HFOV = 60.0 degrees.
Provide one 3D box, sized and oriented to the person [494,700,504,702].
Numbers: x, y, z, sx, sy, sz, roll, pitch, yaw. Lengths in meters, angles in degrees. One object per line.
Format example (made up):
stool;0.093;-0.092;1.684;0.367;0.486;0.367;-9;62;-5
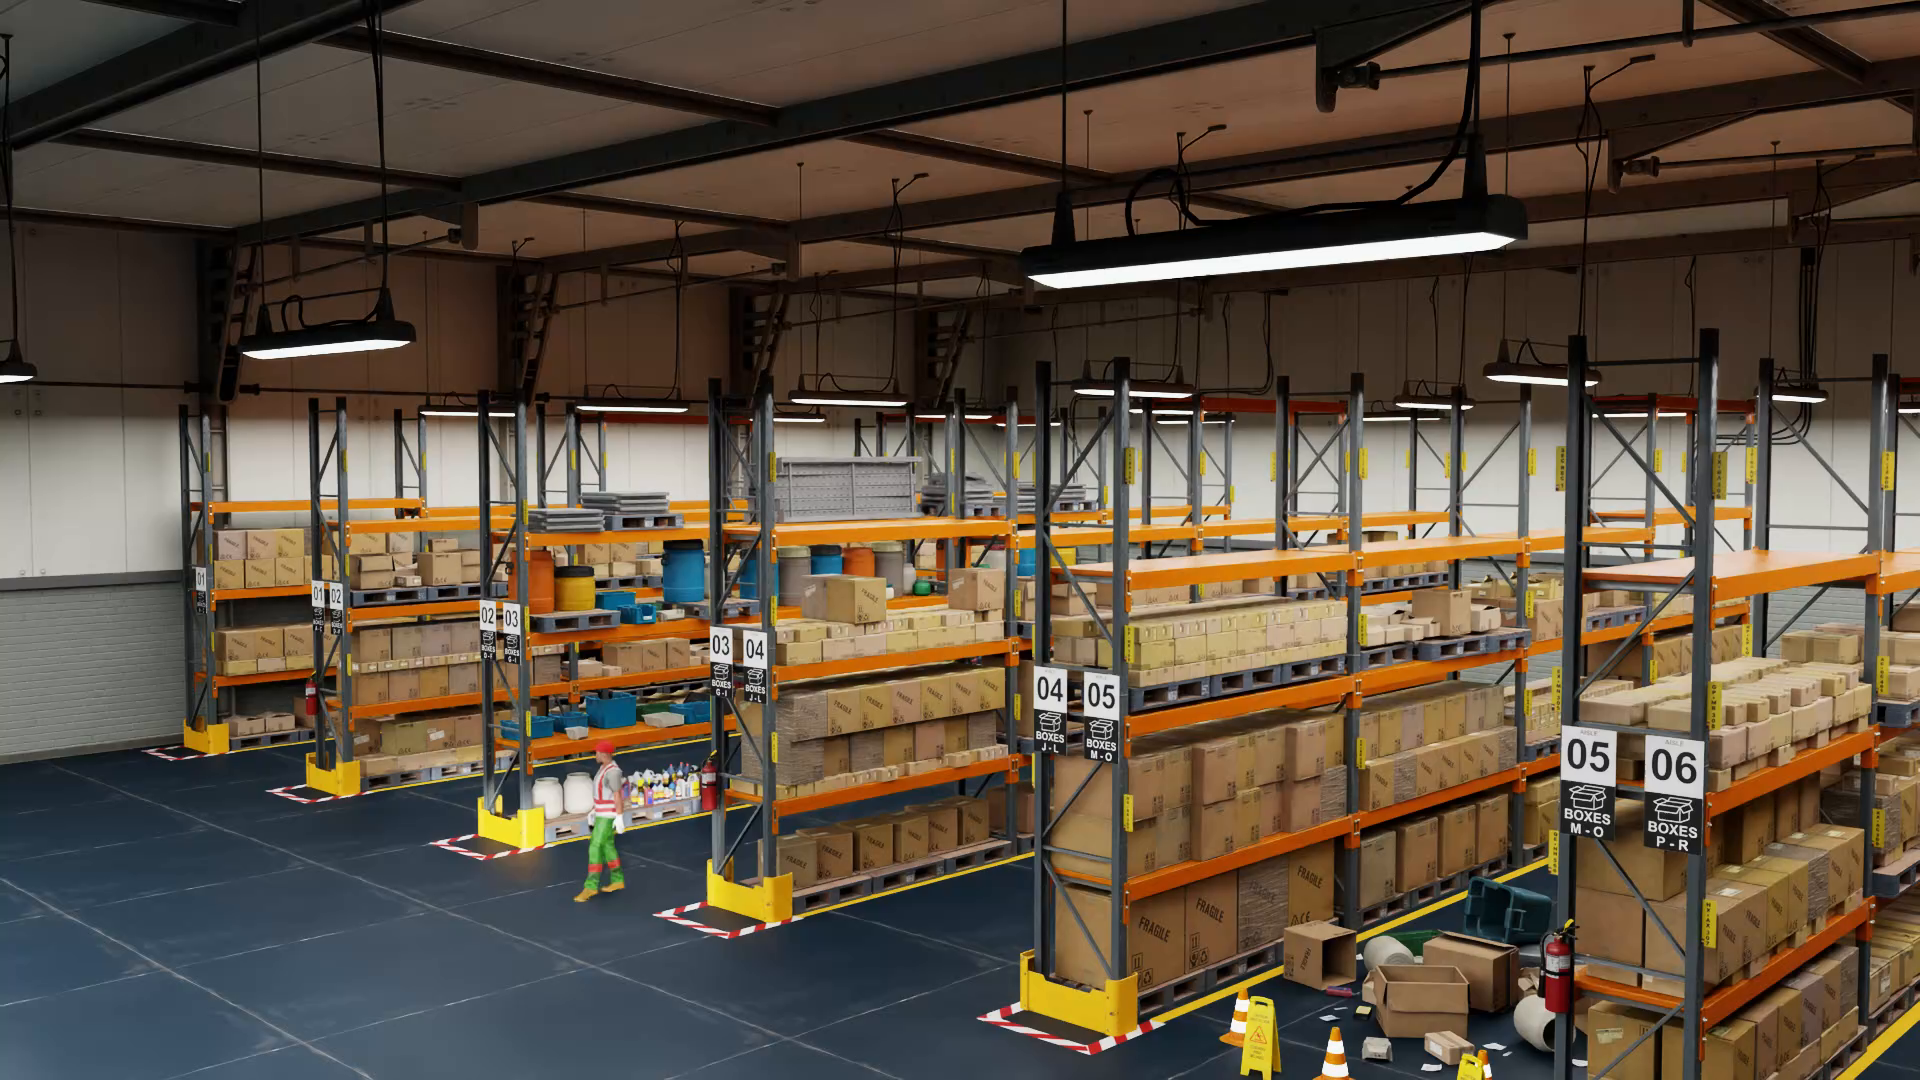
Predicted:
person;-8.133;2.747;29.938;0.606;1.788;0.609;-2;4;-31

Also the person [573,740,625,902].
person;-4.243;3.247;19.454;0.639;1.791;0.623;-1;3;-20
